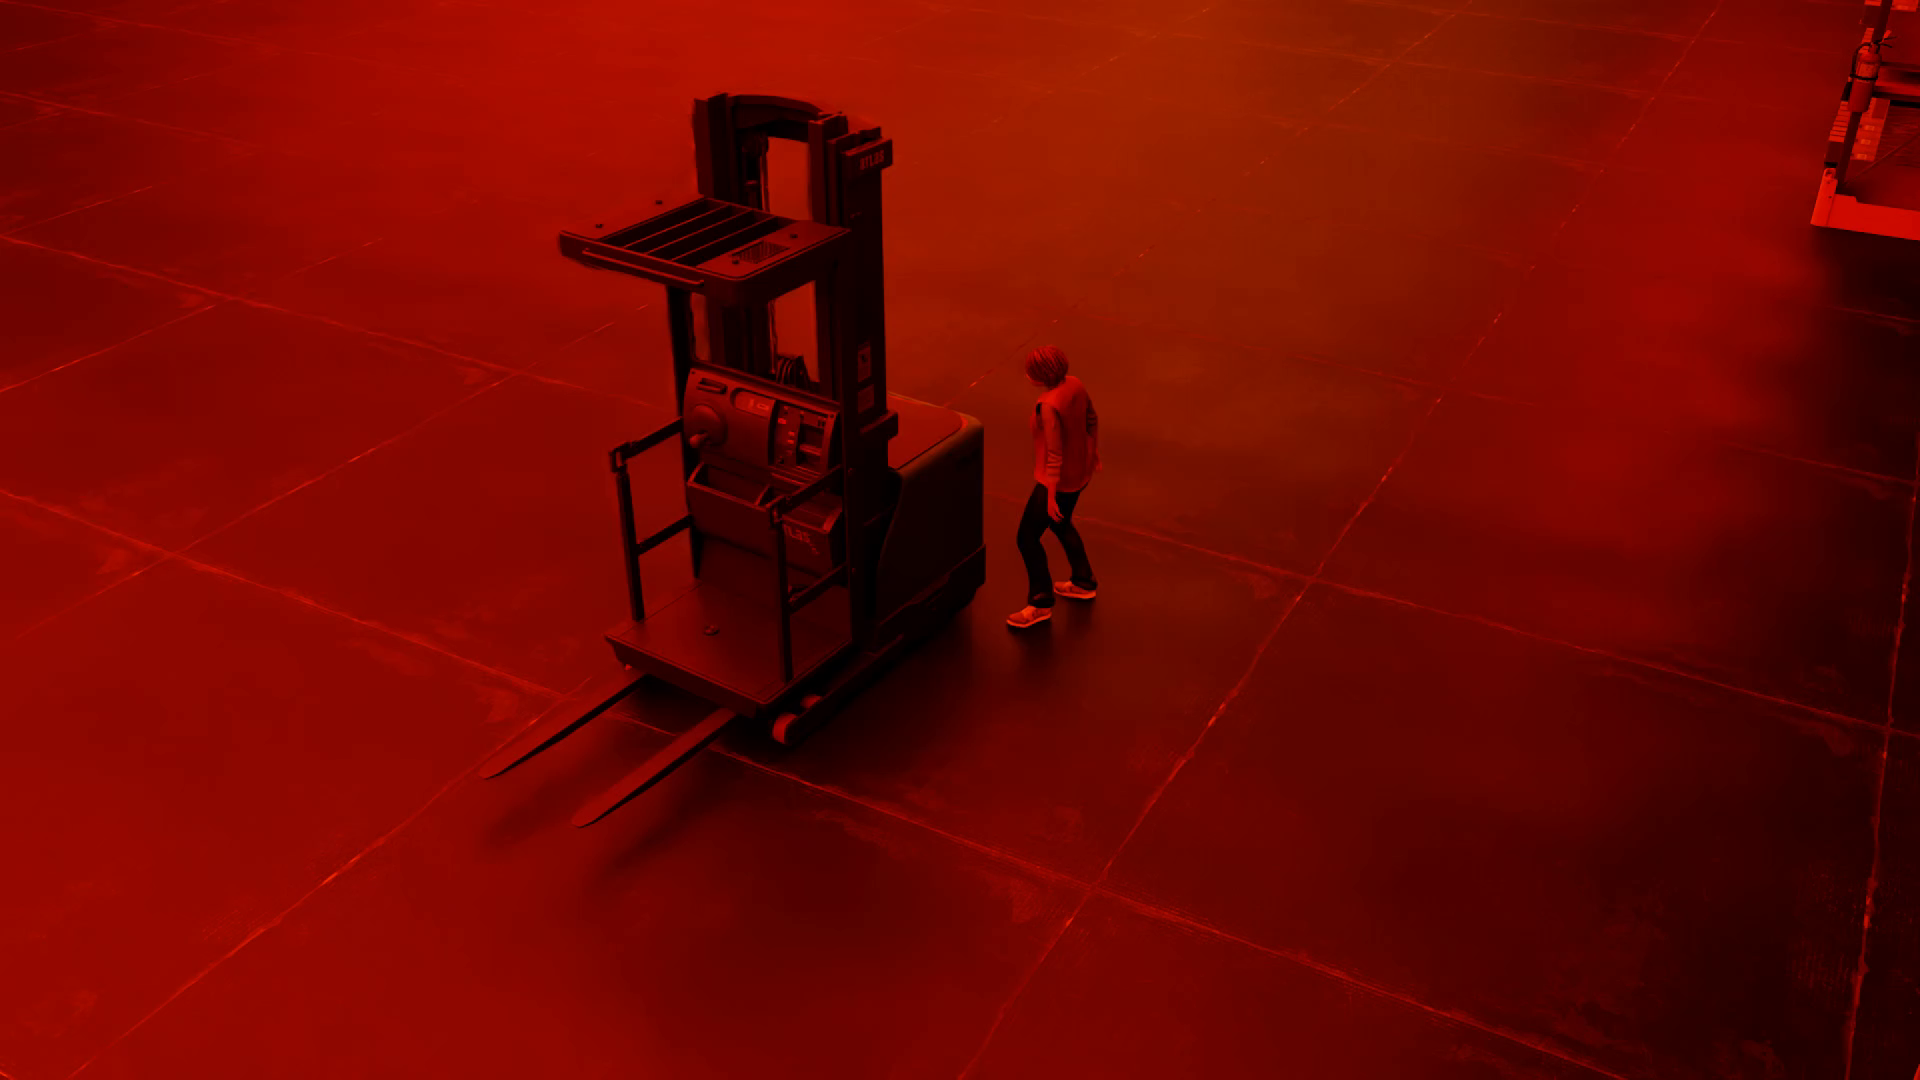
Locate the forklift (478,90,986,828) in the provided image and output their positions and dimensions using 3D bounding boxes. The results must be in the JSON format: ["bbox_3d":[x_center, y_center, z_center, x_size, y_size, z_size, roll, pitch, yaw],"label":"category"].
[{"bbox_3d":[-1.102,-0.523,7.976,1.130,2.935,3.031,19,35,29],"label":"forklift"}]

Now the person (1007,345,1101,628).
[{"bbox_3d":[0.542,-0.315,9.014,0.398,1.565,0.737,15,33,24],"label":"person"}]
